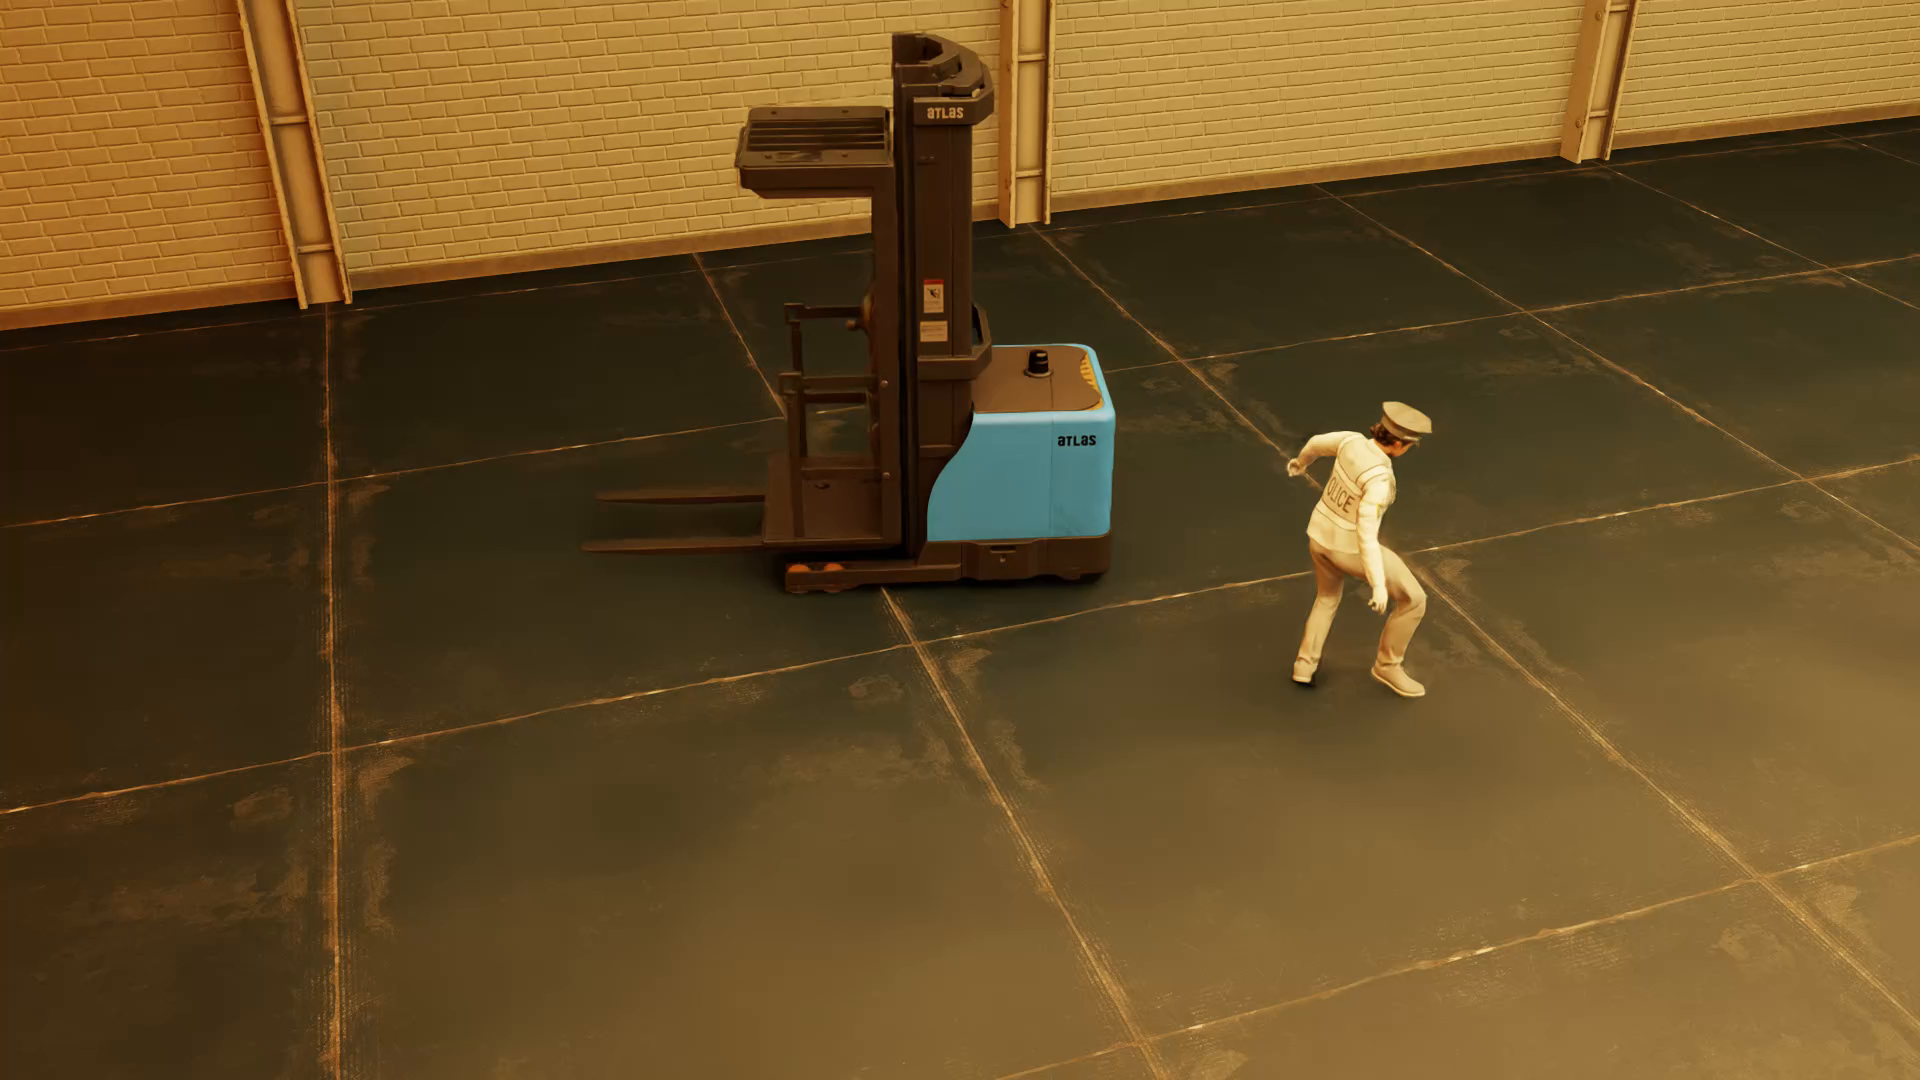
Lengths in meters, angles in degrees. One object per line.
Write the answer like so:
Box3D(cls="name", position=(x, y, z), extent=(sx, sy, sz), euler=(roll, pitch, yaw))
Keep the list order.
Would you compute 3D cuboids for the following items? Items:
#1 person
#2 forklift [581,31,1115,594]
Box3D(cls="person", position=(1.955, 0.004, 8.520), extent=(0.550, 1.604, 1.059), euler=(-12, 32, -20))
Box3D(cls="forklift", position=(-0.670, -1.234, 9.231), extent=(3.031, 2.935, 1.130), euler=(-2, 30, -3))
